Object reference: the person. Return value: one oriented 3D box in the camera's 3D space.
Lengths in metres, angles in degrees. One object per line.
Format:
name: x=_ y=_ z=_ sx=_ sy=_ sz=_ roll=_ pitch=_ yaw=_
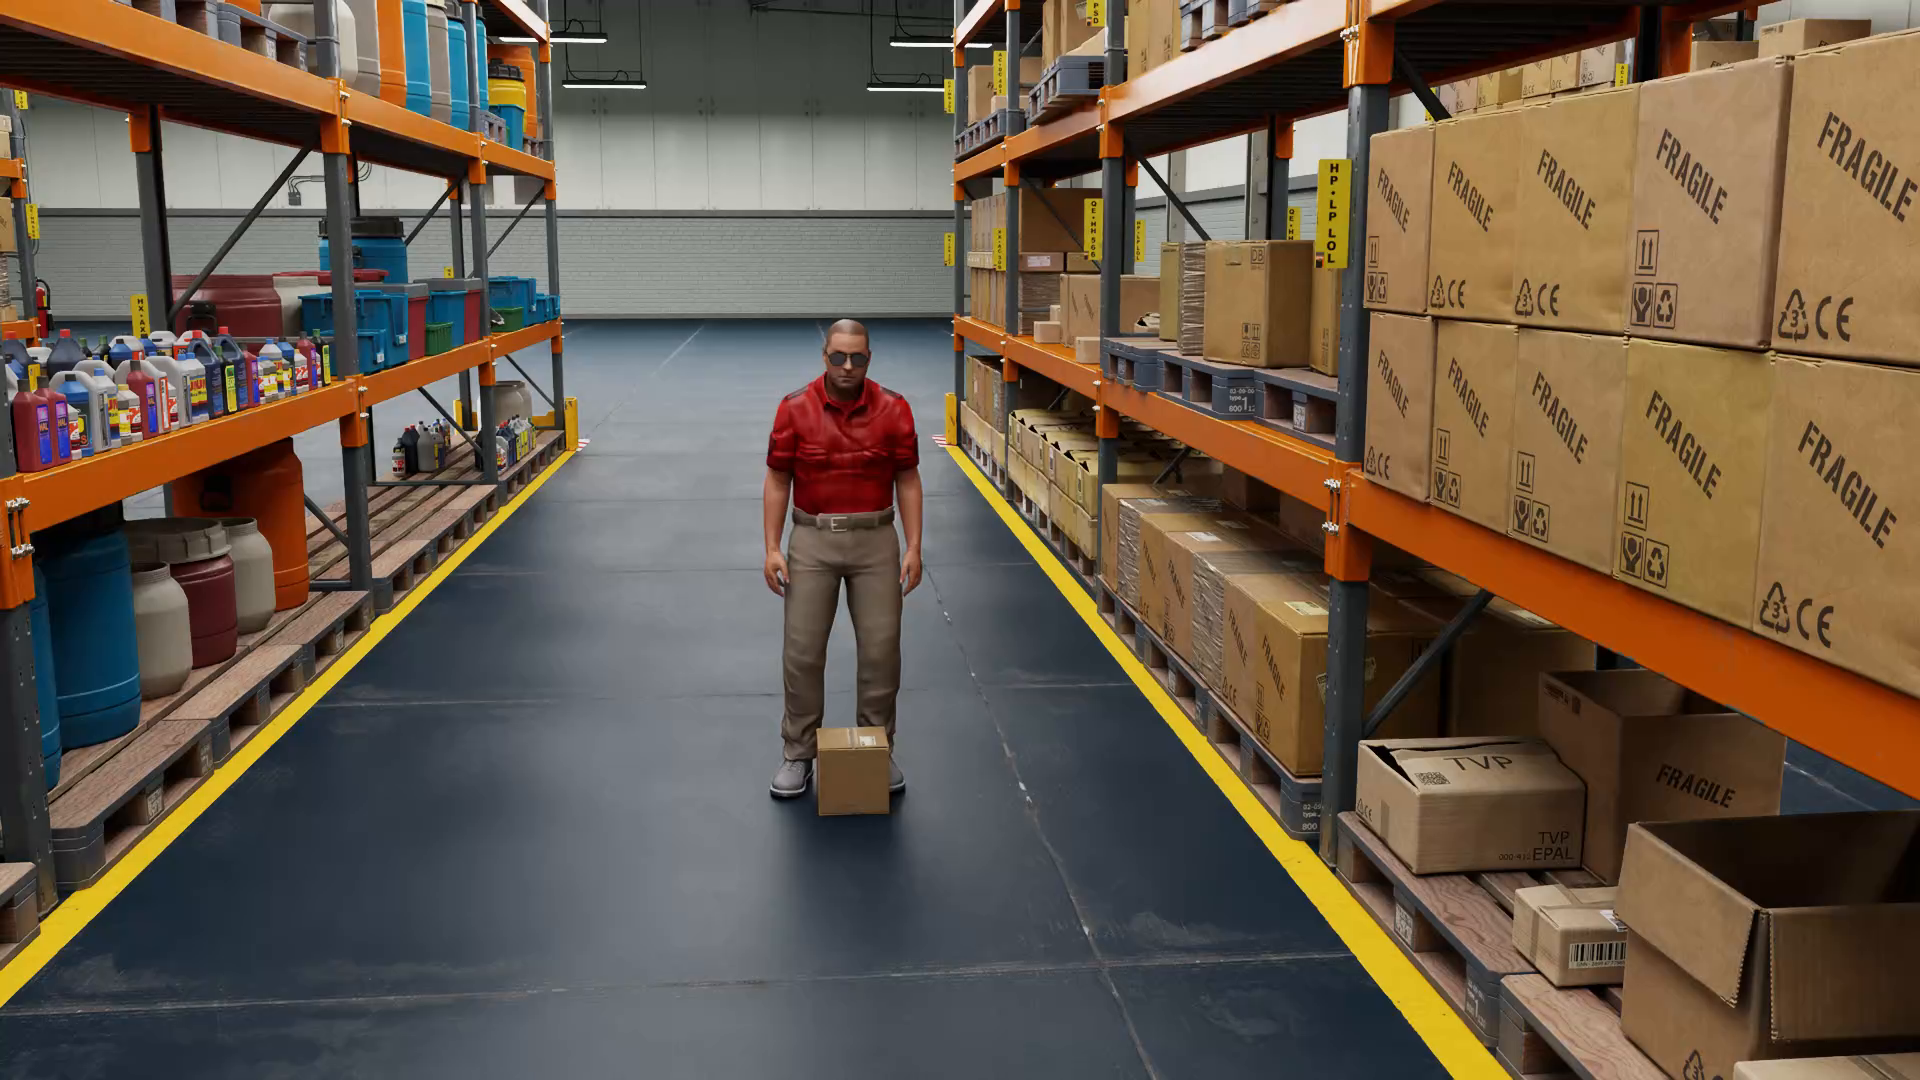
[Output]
person: x=-0.426 y=0.059 z=6.102 sx=0.587 sy=1.727 sz=0.390 roll=-1 pitch=10 yaw=-6
